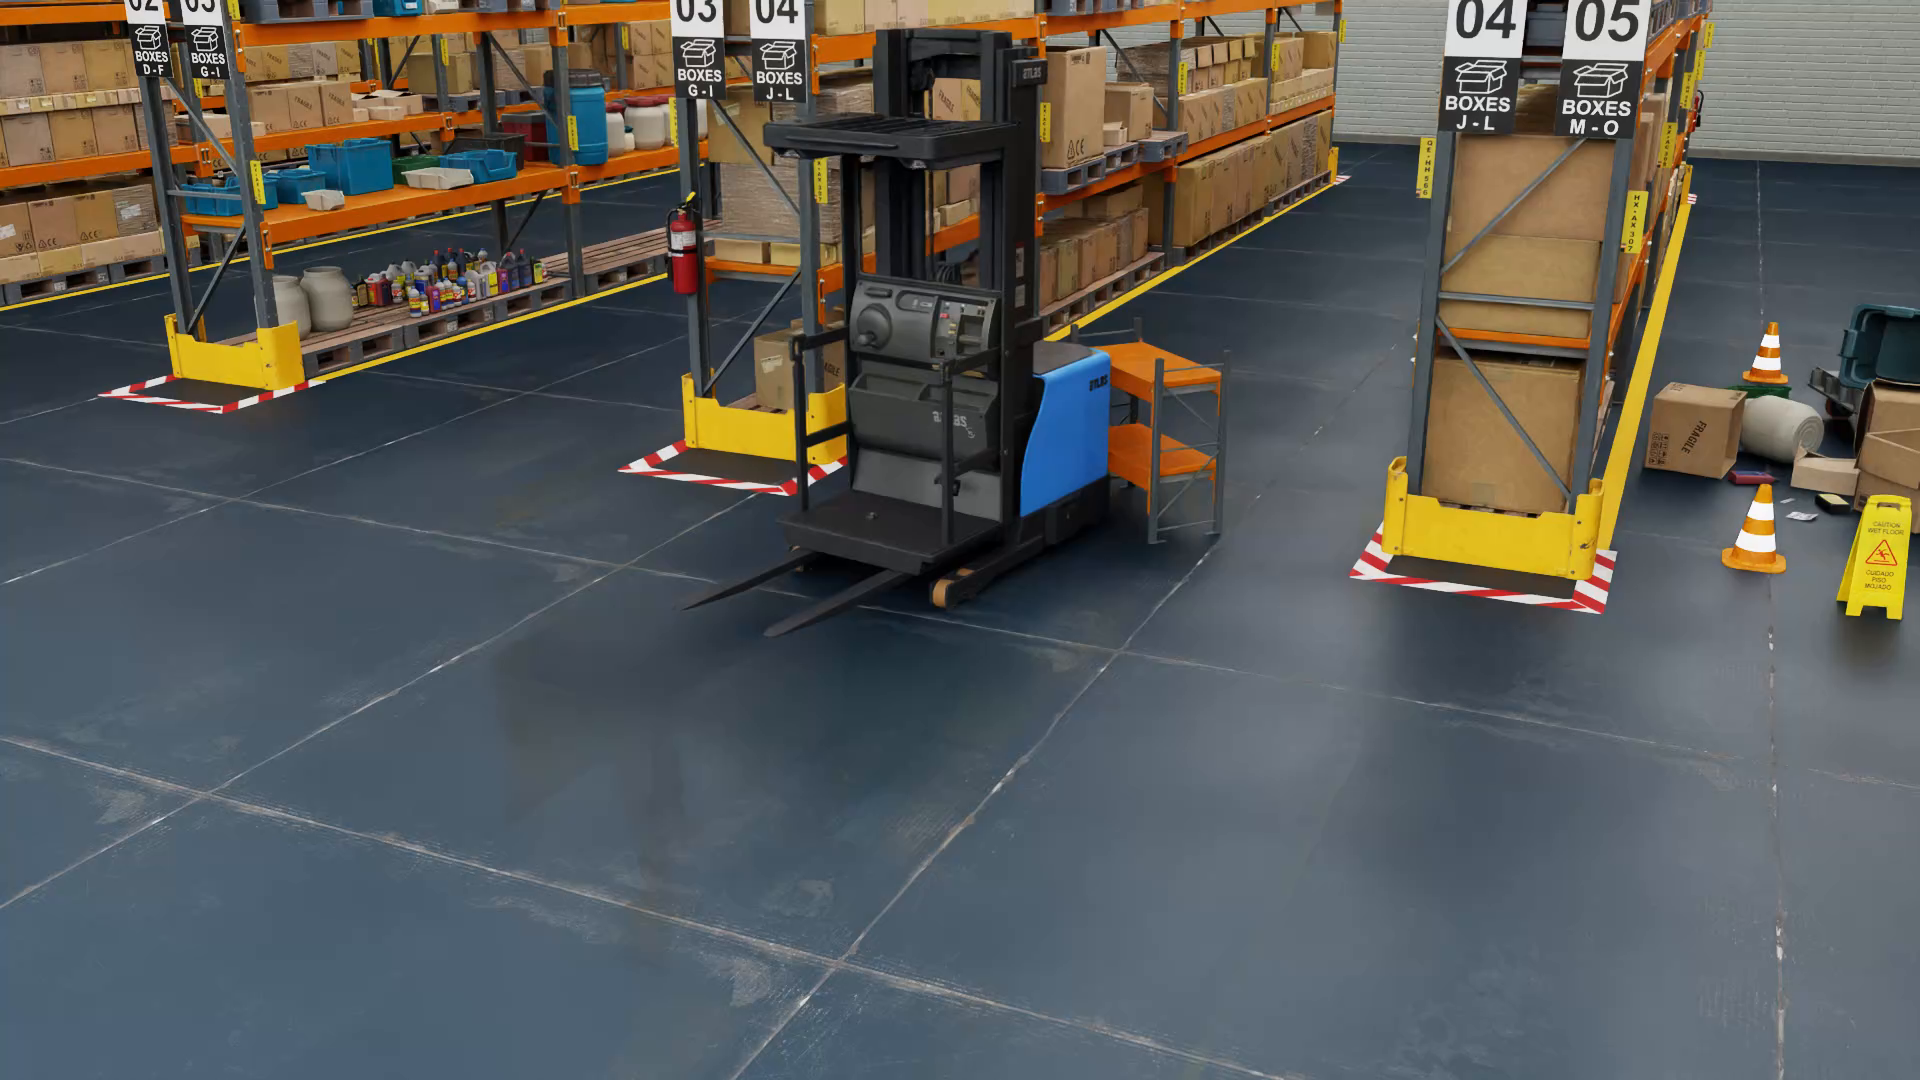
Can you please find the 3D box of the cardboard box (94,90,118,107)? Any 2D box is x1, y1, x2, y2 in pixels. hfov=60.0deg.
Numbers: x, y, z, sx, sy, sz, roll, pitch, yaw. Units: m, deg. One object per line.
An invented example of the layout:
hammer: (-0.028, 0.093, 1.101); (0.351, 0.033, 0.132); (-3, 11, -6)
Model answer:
cardboard box: (-9.038, -4.619, 17.362); (0.380, 0.149, 0.250); (9, 21, 23)

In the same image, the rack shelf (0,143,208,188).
rack shelf: (-9.626, -3.664, 16.869); (1.077, 0.370, 4.000); (9, 21, 23)

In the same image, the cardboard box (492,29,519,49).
cardboard box: (-8.614, -8.946, 30.198); (0.980, 0.700, 0.700); (10, 22, 25)

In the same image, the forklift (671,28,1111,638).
forklift: (-0.325, -1.188, 8.934); (1.130, 2.935, 3.031); (13, 23, 32)

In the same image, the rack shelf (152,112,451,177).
rack shelf: (-7.988, -4.887, 20.308); (1.077, 0.370, 4.000); (9, 21, 23)

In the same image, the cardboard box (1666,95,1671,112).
cardboard box: (6.929, -4.397, 16.716); (0.380, 0.149, 0.250); (8, 21, 22)

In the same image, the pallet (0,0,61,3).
pallet: (-9.634, -5.350, 16.192); (1.003, 0.211, 1.213); (9, 21, 23)

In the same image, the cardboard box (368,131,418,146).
cardboard box: (-9.652, -6.973, 28.204); (0.700, 0.500, 0.500); (9, 21, 23)

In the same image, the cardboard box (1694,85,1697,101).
cardboard box: (9.263, -5.913, 21.525); (0.500, 0.500, 0.500); (9, 21, 23)

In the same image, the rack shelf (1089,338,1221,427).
rack shelf: (1.138, -0.973, 10.153); (0.538, 0.278, 1.000); (-9, 21, -23)

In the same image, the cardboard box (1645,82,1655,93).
cardboard box: (5.327, -3.526, 13.764); (0.700, 0.500, 0.500); (9, 21, 23)

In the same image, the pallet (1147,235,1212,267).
pallet: (2.259, -3.394, 19.197); (1.003, 0.211, 1.213); (9, 21, 23)

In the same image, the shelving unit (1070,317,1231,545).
shelving unit: (1.138, -0.697, 10.251); (0.538, 1.125, 1.048); (-9, 21, -23)

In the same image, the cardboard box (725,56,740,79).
cardboard box: (-4.037, -7.997, 27.829); (0.500, 0.500, 0.500); (9, 21, 23)

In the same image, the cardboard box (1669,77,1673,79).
cardboard box: (8.002, -5.199, 18.970); (0.380, 0.149, 0.250); (10, 22, 25)

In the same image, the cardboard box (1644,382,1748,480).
cardboard box: (5.013, -0.751, 11.330); (0.500, 0.500, 0.500); (13, 23, 32)

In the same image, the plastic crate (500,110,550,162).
plastic crate: (-4.370, -4.154, 17.077); (0.402, 0.464, 0.583); (9, 21, 23)

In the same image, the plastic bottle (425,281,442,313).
plastic bottle: (-4.791, -2.217, 15.123); (0.061, 0.283, 0.133); (9, 21, 24)

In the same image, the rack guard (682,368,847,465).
rack guard: (-1.378, -0.877, 11.689); (1.175, 0.500, 0.348); (9, 21, 23)

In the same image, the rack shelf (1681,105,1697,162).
rack shelf: (8.808, -5.261, 21.358); (1.077, 0.370, 4.000); (9, 21, 23)

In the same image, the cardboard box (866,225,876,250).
cardboard box: (-0.755, -2.195, 12.039); (0.380, 0.149, 0.250); (9, 21, 23)

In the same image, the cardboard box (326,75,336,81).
cardboard box: (-10.161, -7.334, 26.460); (0.380, 0.149, 0.250); (9, 22, 24)

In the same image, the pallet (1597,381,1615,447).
pallet: (4.330, -1.007, 12.486); (1.003, 0.211, 1.213); (9, 21, 23)

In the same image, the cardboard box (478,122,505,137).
cardboard box: (-6.566, -5.870, 23.951); (0.500, 0.250, 0.500); (8, 21, 22)

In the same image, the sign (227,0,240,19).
sign: (-5.427, -4.052, 12.395); (0.100, 0.325, 0.005); (9, 21, 23)

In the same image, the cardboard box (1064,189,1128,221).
cardboard box: (1.412, -3.487, 17.253); (0.500, 0.250, 0.500); (11, 22, 29)

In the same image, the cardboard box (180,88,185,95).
cardboard box: (-11.344, -6.476, 24.047); (0.380, 0.149, 0.250); (8, 21, 22)

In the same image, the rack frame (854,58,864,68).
rack frame: (-1.014, -6.379, 23.430); (1.000, 3.000, 0.127); (9, 21, 23)

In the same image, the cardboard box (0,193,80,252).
cardboard box: (-9.406, -3.239, 16.958); (0.500, 0.500, 0.500); (9, 21, 23)

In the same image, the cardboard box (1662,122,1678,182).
cardboard box: (6.411, -3.638, 15.573); (0.500, 0.500, 0.500); (9, 21, 23)

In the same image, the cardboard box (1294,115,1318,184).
cardboard box: (4.581, -5.635, 23.880); (0.875, 0.875, 0.875); (9, 21, 23)

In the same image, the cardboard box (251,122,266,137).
cardboard box: (-8.258, -4.739, 19.193); (0.380, 0.149, 0.250); (9, 21, 23)

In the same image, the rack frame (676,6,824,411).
rack frame: (-1.409, -2.031, 11.204); (1.000, 3.000, 0.127); (9, 21, 23)

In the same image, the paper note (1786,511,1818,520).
paper note: (5.249, -0.154, 10.359); (0.144, 0.017, 0.142); (18, 26, 41)

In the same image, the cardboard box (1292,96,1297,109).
cardboard box: (4.355, -5.946, 22.587); (0.380, 0.149, 0.250); (8, 21, 22)

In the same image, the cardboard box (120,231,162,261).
cardboard box: (-9.011, -3.194, 17.949); (0.500, 0.250, 0.500); (9, 21, 23)

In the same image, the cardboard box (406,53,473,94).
cardboard box: (-7.014, -6.290, 22.404); (0.700, 0.500, 0.500); (2, 20, 4)

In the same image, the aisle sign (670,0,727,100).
aisle sign: (-1.708, -3.279, 10.831); (0.394, 0.787, 0.004); (9, 21, 23)

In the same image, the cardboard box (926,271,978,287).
cardboard box: (-0.199, -1.981, 14.168); (0.500, 0.500, 0.500); (17, 26, 40)

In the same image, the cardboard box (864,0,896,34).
cardboard box: (-0.770, -3.644, 11.487); (0.500, 0.250, 0.500); (8, 21, 21)

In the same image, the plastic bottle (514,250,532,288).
plastic bottle: (-4.290, -2.657, 16.259); (0.144, 0.351, 0.185); (8, 21, 21)

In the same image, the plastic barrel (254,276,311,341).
plastic barrel: (-5.728, -1.948, 14.057); (0.421, 0.512, 0.421); (0, 20, 0)

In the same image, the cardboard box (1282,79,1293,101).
cardboard box: (4.145, -6.028, 22.223); (0.500, 0.250, 0.500); (8, 21, 22)

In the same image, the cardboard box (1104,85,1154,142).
cardboard box: (1.545, -4.367, 16.996); (0.700, 0.500, 0.500); (12, 23, 31)

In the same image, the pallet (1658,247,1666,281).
pallet: (7.173, -3.062, 18.264); (1.003, 0.211, 1.213); (9, 21, 23)

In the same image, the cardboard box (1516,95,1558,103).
cardboard box: (4.065, -2.684, 11.204); (0.875, 0.550, 0.550); (9, 21, 23)

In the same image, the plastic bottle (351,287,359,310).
plastic bottle: (-5.575, -2.221, 15.258); (0.097, 0.201, 0.097); (0, 20, 0)

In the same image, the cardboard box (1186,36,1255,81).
cardboard box: (3.251, -6.023, 20.782); (0.797, 0.503, 0.637); (8, 21, 21)

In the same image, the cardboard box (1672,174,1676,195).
cardboard box: (7.692, -3.944, 18.567); (0.500, 0.250, 0.500); (10, 22, 25)

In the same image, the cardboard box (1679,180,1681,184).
cardboard box: (9.260, -4.686, 21.853); (0.380, 0.149, 0.250); (9, 21, 24)

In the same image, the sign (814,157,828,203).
sign: (-0.914, -2.365, 10.850); (0.100, 0.325, 0.005); (9, 21, 23)

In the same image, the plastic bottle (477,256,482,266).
plastic bottle: (-4.862, -2.754, 16.757); (0.097, 0.201, 0.097); (0, 20, 0)

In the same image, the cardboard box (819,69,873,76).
cardboard box: (-0.790, -3.350, 12.826); (0.500, 0.500, 0.500); (9, 21, 23)

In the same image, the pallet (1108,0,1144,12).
pallet: (1.001, -5.071, 15.554); (1.213, 0.211, 1.003); (9, 21, 23)
